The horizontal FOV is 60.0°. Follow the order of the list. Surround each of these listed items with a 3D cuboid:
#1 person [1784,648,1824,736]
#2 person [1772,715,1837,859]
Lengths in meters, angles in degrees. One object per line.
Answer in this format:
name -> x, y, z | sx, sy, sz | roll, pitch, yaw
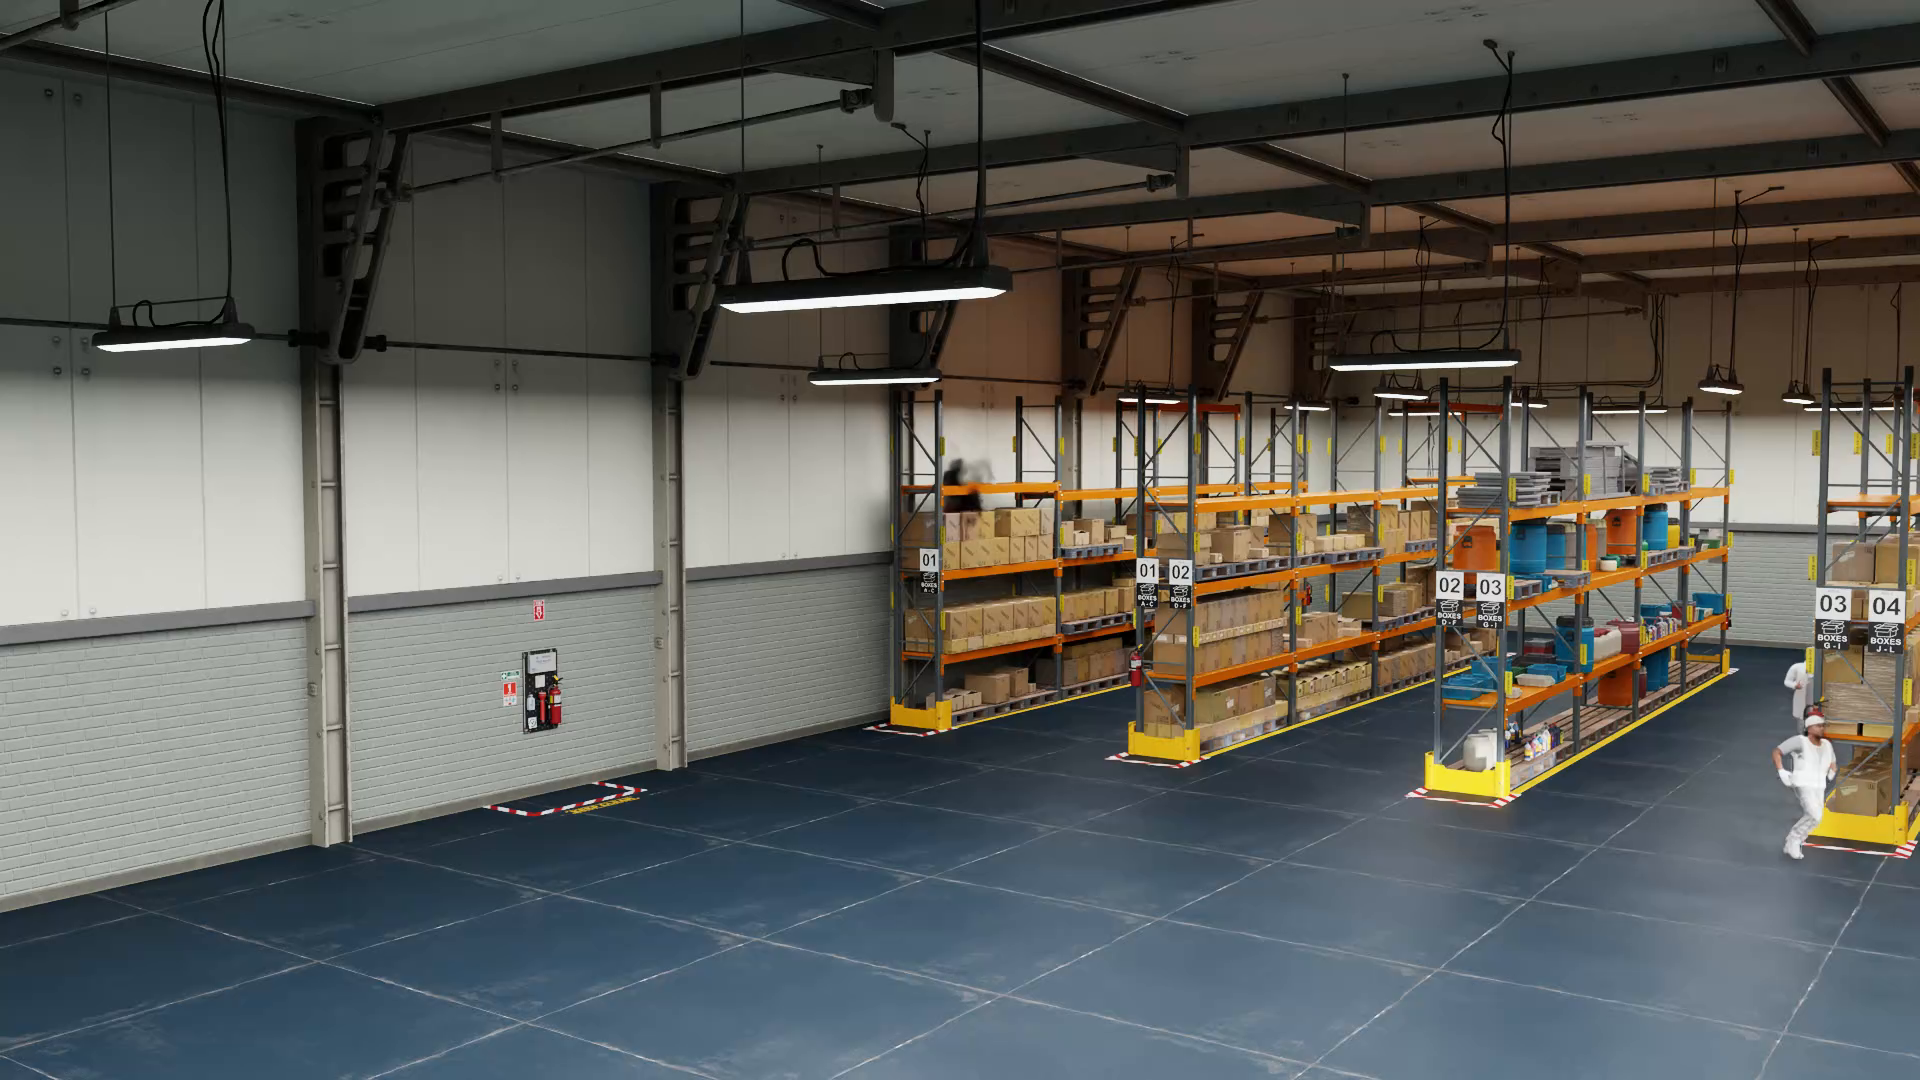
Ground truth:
person -> 13.499, 2.591, 26.444 | 0.714, 1.763, 1.081 | 2, 4, 27
person -> 10.311, 2.995, 20.149 | 0.696, 1.735, 0.599 | -1, 3, -20
